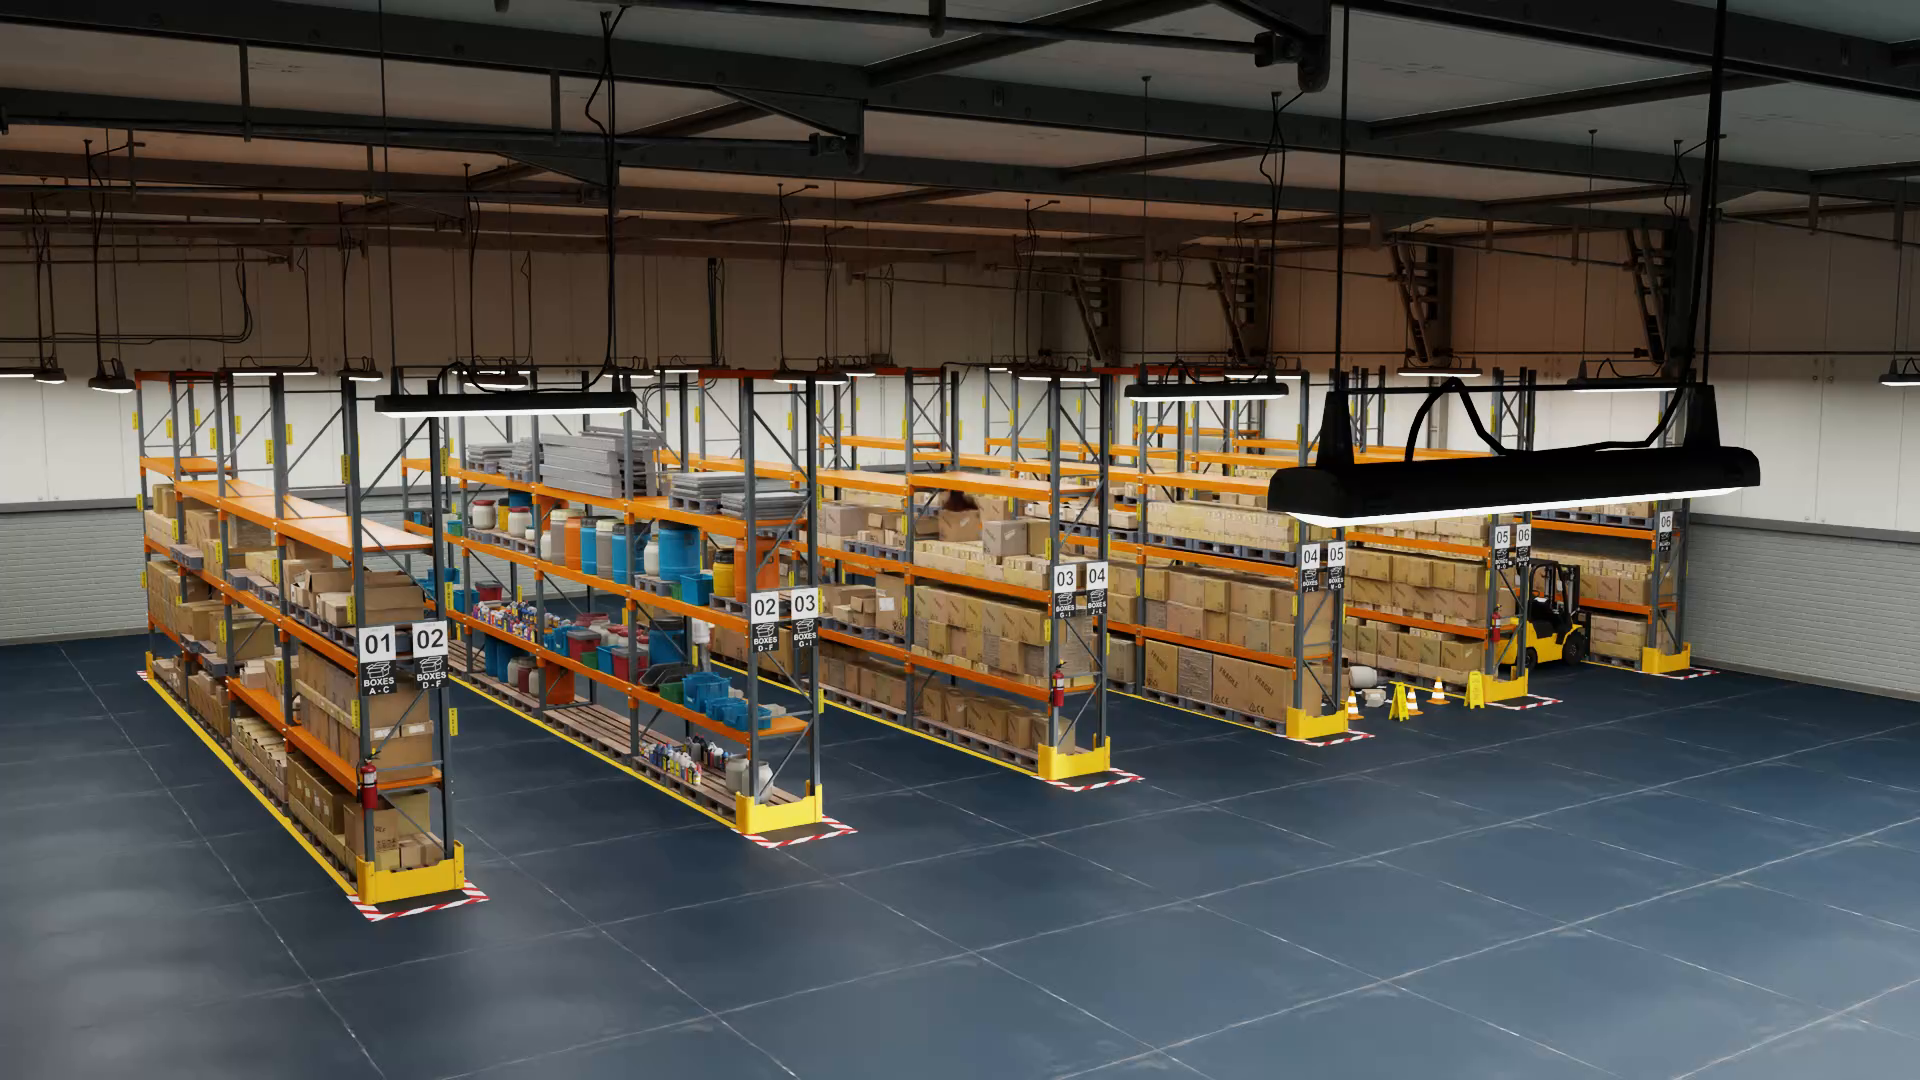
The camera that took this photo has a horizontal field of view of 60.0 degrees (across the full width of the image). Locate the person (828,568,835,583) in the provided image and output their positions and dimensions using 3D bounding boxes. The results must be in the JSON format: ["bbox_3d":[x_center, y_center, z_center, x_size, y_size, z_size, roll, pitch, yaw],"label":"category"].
[{"bbox_3d":[-3.379,0.456,44.518,0.446,1.679,0.486,2,7,16],"label":"person"}]

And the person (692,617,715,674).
[{"bbox_3d":[-4.907,1.932,31.280,0.648,1.793,0.408,4,8,33],"label":"person"}]
